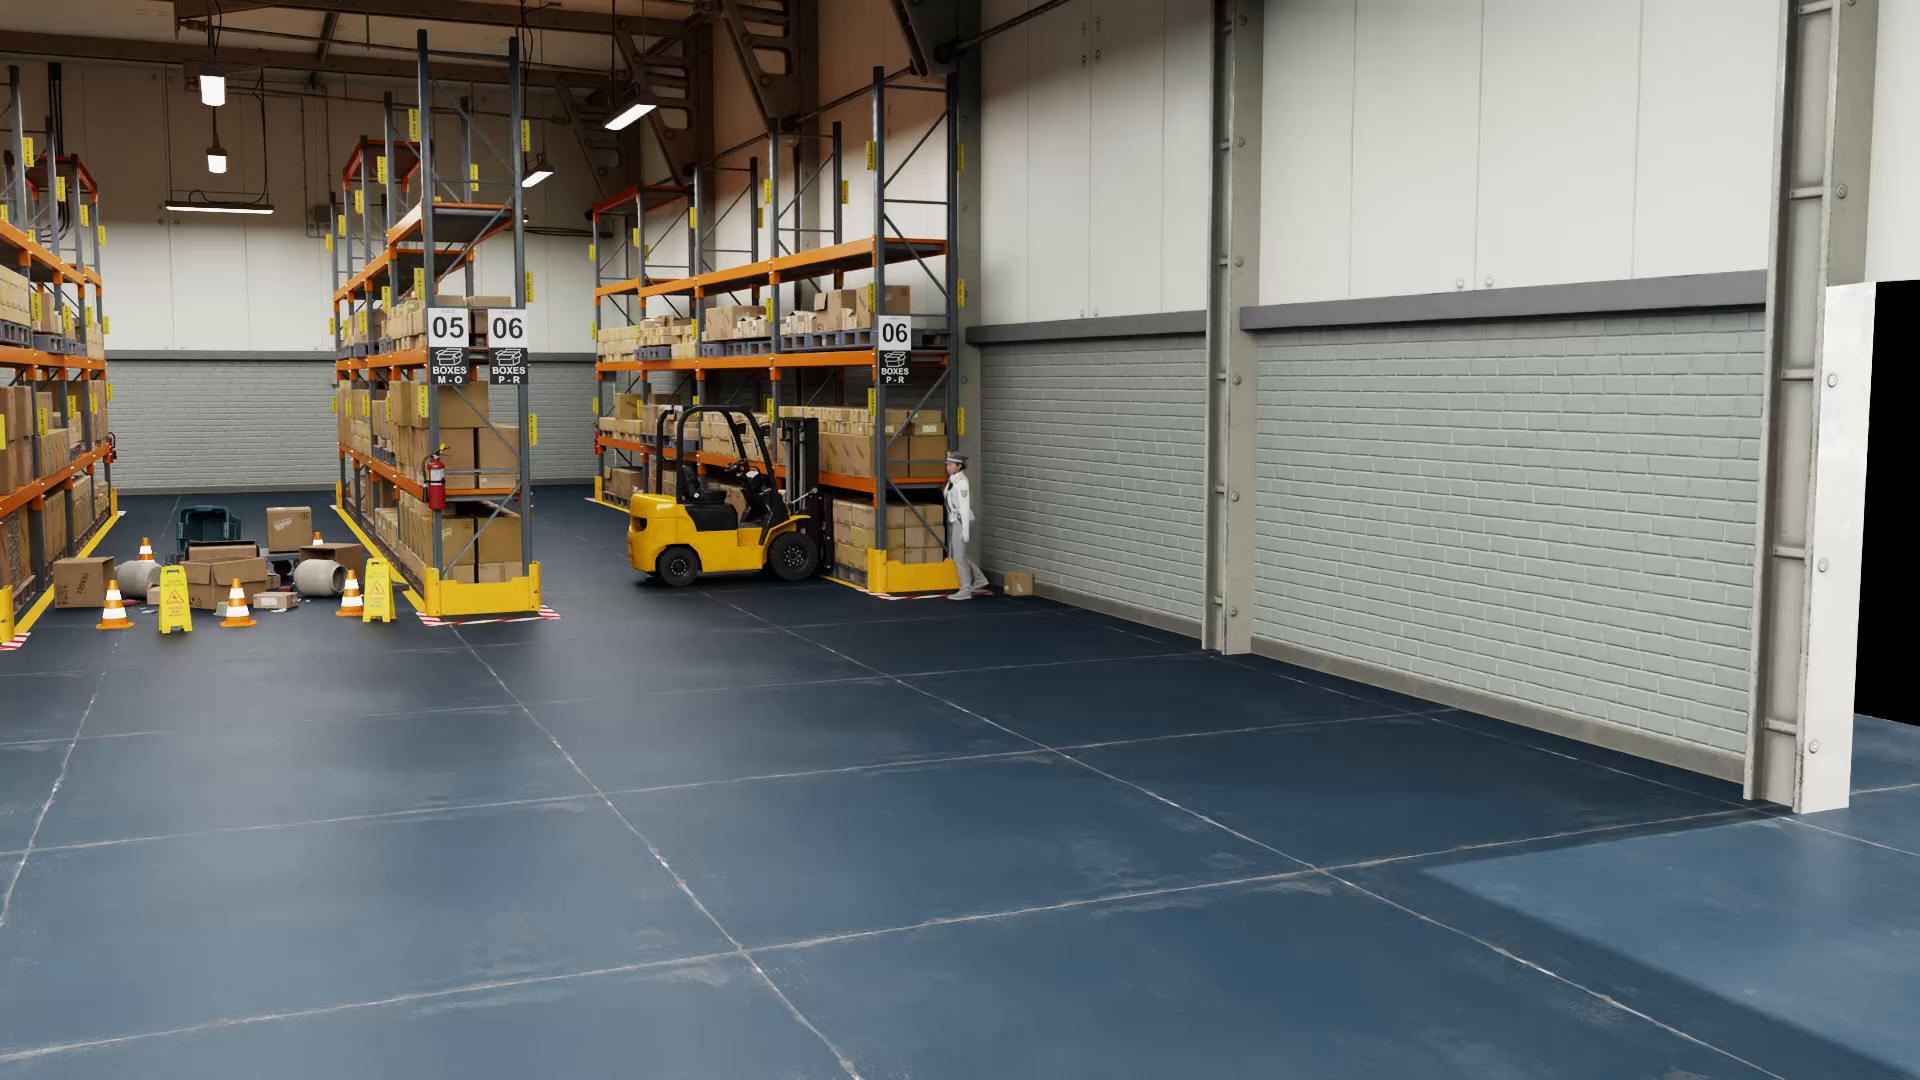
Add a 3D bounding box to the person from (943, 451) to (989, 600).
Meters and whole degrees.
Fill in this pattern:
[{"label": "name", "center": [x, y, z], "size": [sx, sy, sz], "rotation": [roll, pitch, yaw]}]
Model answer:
[{"label": "person", "center": [0.077, -0.165, 18.633], "size": [0.531, 1.669, 0.532], "rotation": [-1, 6, -9]}]
